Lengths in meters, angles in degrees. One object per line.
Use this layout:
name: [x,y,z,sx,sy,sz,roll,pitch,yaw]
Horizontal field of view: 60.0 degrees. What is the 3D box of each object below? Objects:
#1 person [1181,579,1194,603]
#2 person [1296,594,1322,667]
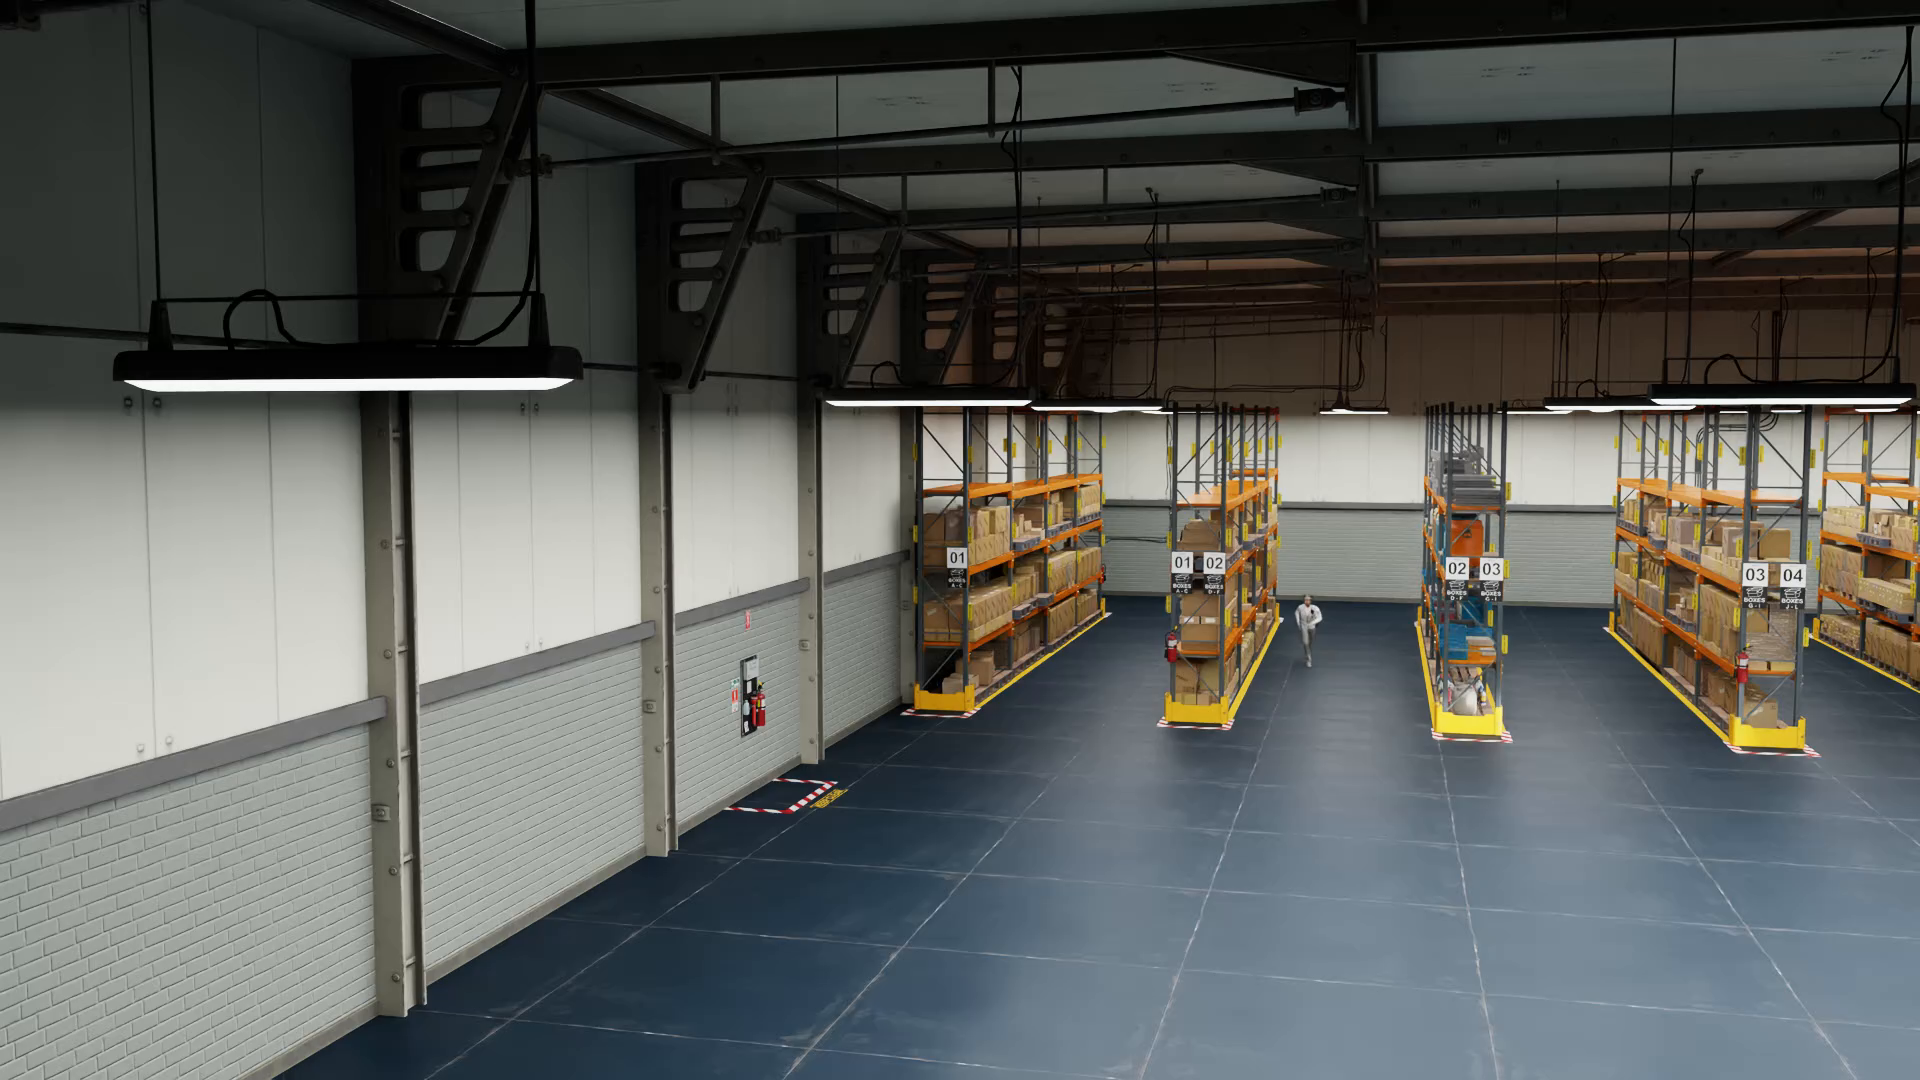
person: [6.826,1.257,48.676,0.640,1.717,0.588,3,5,32]
person: [8.074,2.067,38.525,0.585,1.684,0.880,1,4,8]
